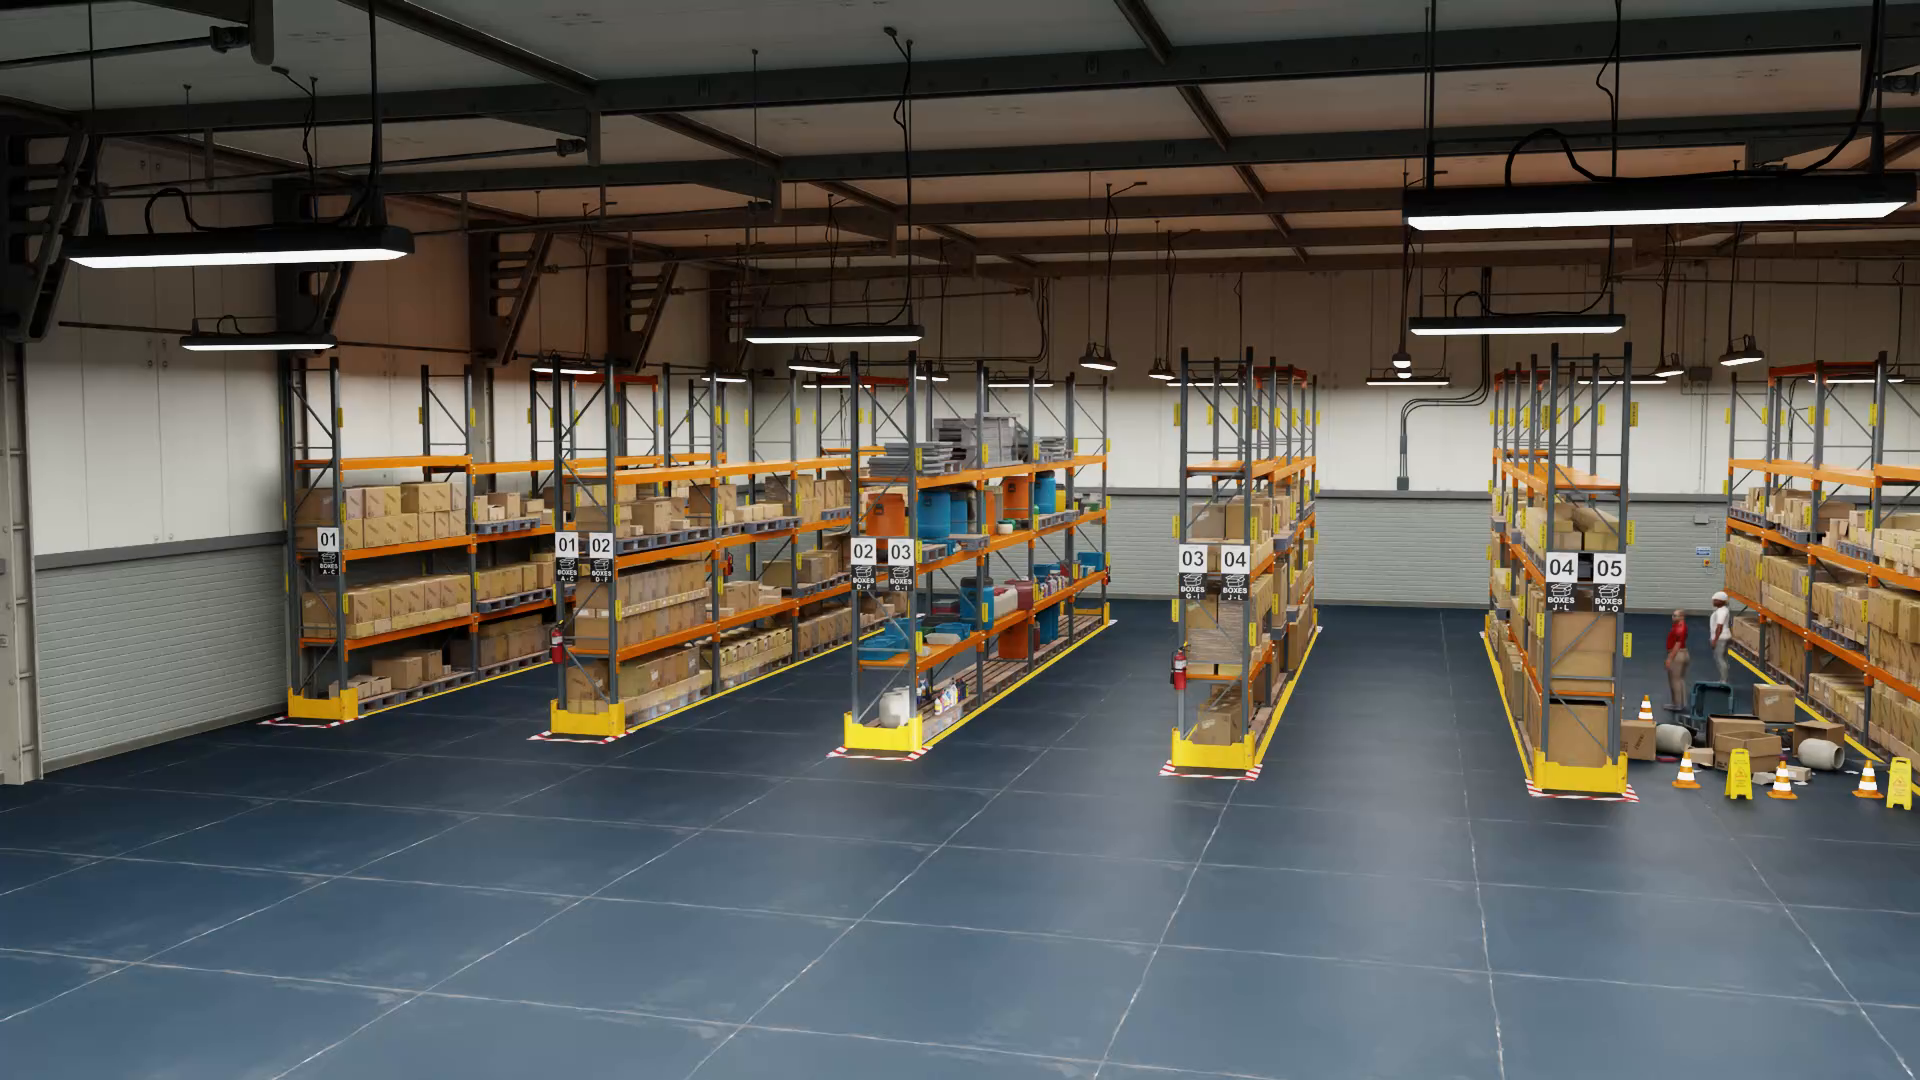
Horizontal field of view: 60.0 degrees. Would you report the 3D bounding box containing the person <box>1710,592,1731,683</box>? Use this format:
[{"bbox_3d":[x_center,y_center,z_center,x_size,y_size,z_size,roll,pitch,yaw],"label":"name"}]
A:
[{"bbox_3d":[14.115,1.848,30.876,0.386,1.771,0.644,4,6,42],"label":"person"}]

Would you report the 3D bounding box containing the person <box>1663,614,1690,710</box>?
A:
[{"bbox_3d":[12.315,2.131,28.554,0.532,1.723,0.373,-4,6,-42],"label":"person"}]
